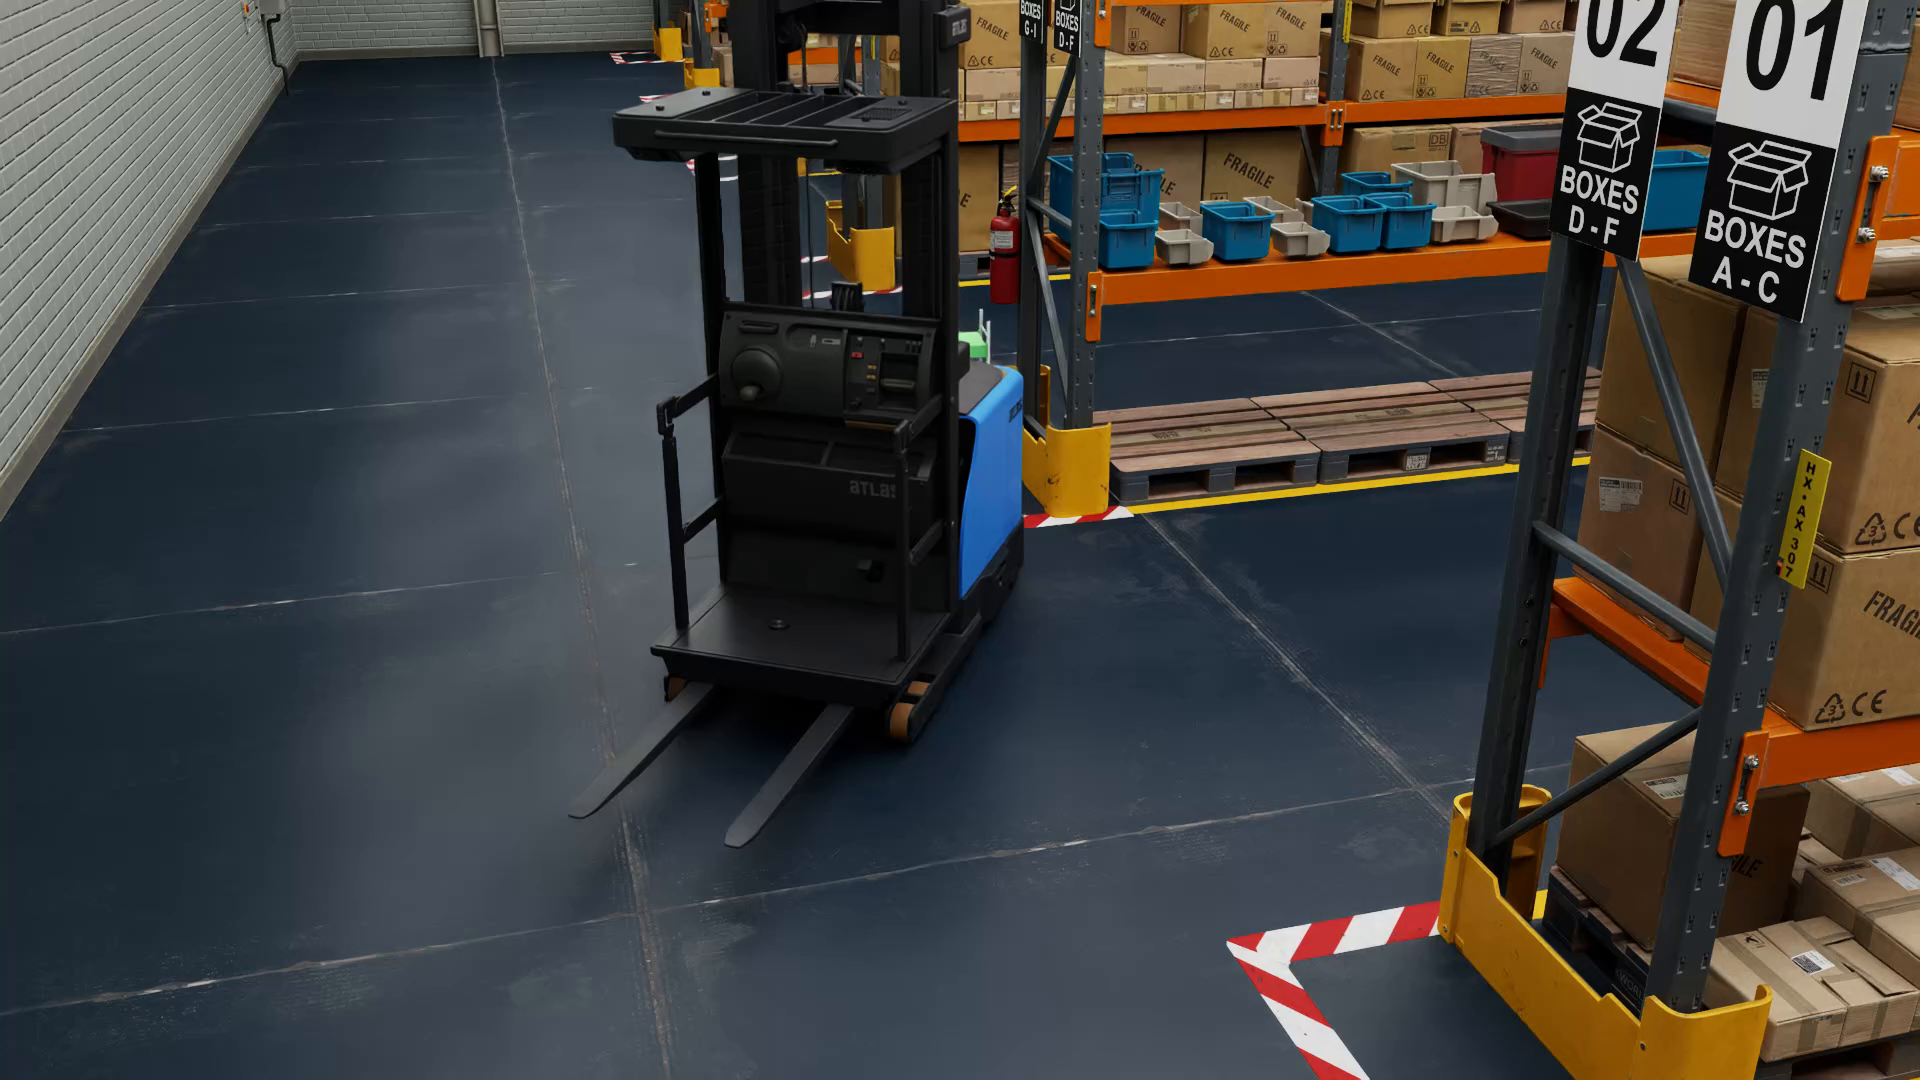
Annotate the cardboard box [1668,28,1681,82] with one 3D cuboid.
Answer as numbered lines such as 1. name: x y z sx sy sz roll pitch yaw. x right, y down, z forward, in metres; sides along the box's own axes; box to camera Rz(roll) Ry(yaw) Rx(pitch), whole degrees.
1. cardboard box: 6.481 -4.370 15.004 0.500 0.500 0.500 -6 24 -13

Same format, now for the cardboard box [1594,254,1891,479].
1. cardboard box: 2.213 -0.515 4.751 0.500 0.500 0.500 -7 24 -15

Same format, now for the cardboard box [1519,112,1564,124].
1. cardboard box: 5.359 -3.530 15.335 0.875 0.875 1.225 -6 24 -14

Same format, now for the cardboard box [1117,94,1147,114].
1. cardboard box: 1.350 -3.609 13.675 0.250 0.149 0.380 -6 24 -14

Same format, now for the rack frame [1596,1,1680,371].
1. rack frame: 4.376 -2.165 9.991 0.127 3.000 1.000 -6 24 -14

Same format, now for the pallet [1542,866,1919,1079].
1. pallet: 2.700 1.331 5.381 1.213 0.211 1.003 -6 24 -14

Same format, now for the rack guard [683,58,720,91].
1. rack guard: -3.513 -6.230 22.636 0.348 0.500 1.175 -6 24 -14

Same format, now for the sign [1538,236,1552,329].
1. sign: 1.728 -0.748 4.819 0.005 0.325 0.100 -6 24 -14

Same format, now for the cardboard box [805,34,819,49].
1. cardboard box: -1.655 -5.307 17.634 0.250 0.149 0.380 -7 24 -15

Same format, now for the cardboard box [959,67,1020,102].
1. cardboard box: 0.221 -3.693 13.366 0.500 0.250 0.500 -7 24 -15

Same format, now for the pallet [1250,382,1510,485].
1. pallet: 2.502 -0.659 10.017 1.213 0.211 1.003 -6 24 -14

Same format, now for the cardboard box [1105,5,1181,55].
1. cardboard box: 1.532 -4.397 14.055 0.500 0.500 0.500 -7 24 -16

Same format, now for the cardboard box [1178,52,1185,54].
1. cardboard box: 2.035 -4.111 14.340 0.500 0.250 0.500 -6 24 -15

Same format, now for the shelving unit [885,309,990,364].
1. shelving unit: -0.116 -0.562 8.538 0.503 1.200 0.258 -4 23 -8

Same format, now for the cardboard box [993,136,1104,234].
1. cardboard box: 0.658 -3.031 14.172 0.875 0.875 0.875 -6 24 -14

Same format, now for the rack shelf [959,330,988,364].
1. rack shelf: -0.116 -0.944 8.374 0.480 0.148 0.258 -4 23 -8

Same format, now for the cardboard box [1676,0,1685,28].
1. cardboard box: 6.181 -4.906 14.981 0.637 0.503 0.797 -5 24 -13

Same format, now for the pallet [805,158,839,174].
1. pallet: -1.191 -4.313 18.533 1.213 0.211 1.003 -6 24 -14

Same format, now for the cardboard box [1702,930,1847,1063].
1. cardboard box: 2.355 1.336 4.889 0.250 0.149 0.380 -6 24 -14

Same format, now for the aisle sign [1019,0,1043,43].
1. aisle sign: 0.376 -3.037 8.726 0.004 0.787 0.394 -6 24 -14

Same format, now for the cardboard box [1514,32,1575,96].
1. cardboard box: 5.010 -4.209 14.629 0.500 0.500 0.500 -6 24 -13

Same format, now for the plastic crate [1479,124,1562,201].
1. plastic crate: 3.449 -2.222 9.966 0.583 0.464 0.402 -6 24 -14

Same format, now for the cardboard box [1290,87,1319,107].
1. cardboard box: 2.833 -3.773 14.057 0.250 0.149 0.380 -6 24 -14

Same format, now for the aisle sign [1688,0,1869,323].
1. aisle sign: 1.873 -0.933 3.825 0.004 0.787 0.394 -6 24 -14

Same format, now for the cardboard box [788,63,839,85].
1. cardboard box: -2.003 -6.606 23.058 0.875 0.438 0.875 -6 24 -13

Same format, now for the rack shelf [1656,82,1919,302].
1. rack shelf: 3.785 -1.118 4.661 4.000 0.370 1.077 -6 24 -14

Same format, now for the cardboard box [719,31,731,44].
1. cardboard box: -3.801 -8.208 27.158 0.250 0.149 0.380 -7 24 -16

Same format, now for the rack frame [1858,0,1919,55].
1. rack frame: 1.859 -2.614 3.431 0.127 3.000 1.000 -6 24 -14

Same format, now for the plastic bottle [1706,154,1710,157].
1. plastic bottle: 4.668 -2.272 10.399 0.135 0.276 0.152 -6 24 -14

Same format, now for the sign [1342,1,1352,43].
1. sign: 3.189 -4.269 13.696 0.005 0.325 0.100 -6 24 -14

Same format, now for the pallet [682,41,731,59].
1. pallet: -3.994 -8.077 27.307 1.213 0.211 1.003 -6 24 -14

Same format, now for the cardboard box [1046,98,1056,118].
1. cardboard box: 0.607 -3.526 13.482 0.250 0.149 0.380 -7 24 -15

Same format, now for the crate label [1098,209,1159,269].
1. crate label: 0.851 -1.590 8.789 0.303 0.233 0.416 -6 24 -14

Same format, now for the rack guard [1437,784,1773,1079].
1. rack guard: 1.932 1.283 5.126 0.348 0.500 1.175 -6 24 -14

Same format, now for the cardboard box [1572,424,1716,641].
1. cardboard box: 2.217 -0.055 4.946 0.500 0.500 0.500 -6 24 -13

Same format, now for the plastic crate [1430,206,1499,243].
1. plastic crate: 2.781 -1.771 9.332 0.466 0.136 0.293 -6 24 -14

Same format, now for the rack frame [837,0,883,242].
1. rack frame: -0.813 -3.619 13.380 0.127 3.000 1.000 -6 24 -14

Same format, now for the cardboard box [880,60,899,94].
1. cardboard box: -0.418 -3.839 13.706 0.500 0.250 0.500 -7 24 -15

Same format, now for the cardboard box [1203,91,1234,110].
1. cardboard box: 2.090 -3.691 13.866 0.250 0.149 0.380 -6 24 -13

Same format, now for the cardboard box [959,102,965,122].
1. cardboard box: -0.136 -3.444 13.291 0.250 0.149 0.380 -7 24 -15

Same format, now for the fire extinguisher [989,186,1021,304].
1. fire extinguisher: 0.257 -1.688 9.451 0.183 0.674 0.296 -6 24 -14

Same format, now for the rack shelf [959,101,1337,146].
1. rack shelf: 1.112 -3.501 14.018 4.000 0.370 1.077 -6 24 -14

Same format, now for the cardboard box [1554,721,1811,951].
1. cardboard box: 2.316 0.938 5.373 0.500 0.500 0.500 -6 24 -14

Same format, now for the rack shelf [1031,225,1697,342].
1. rack shelf: 2.450 -1.621 9.636 4.000 0.370 1.077 -6 24 -14

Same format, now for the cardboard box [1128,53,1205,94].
1. cardboard box: 1.695 -3.856 13.745 0.500 0.250 0.500 -6 24 -13

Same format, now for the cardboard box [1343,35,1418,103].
1. cardboard box: 3.548 -4.045 14.246 0.500 0.500 0.500 -6 24 -14

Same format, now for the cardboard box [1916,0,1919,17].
1. cardboard box: 2.424 -1.353 3.851 0.500 0.250 0.500 -6 24 -14

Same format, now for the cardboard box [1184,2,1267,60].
1. cardboard box: 2.184 -4.255 13.725 0.500 0.500 0.500 -6 24 -14

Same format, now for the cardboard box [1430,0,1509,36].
1. cardboard box: 4.315 -4.692 14.481 0.637 0.503 0.797 -6 24 -14

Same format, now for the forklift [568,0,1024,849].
1. forklift: -0.616 -0.693 6.647 1.130 2.935 3.031 7 24 16

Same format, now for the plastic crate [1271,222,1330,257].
1. plastic crate: 1.836 -1.621 8.983 0.298 0.136 0.250 -6 24 -14

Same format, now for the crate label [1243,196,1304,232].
1. crate label: 1.805 -1.865 9.550 0.243 0.136 0.396 -6 24 -14
